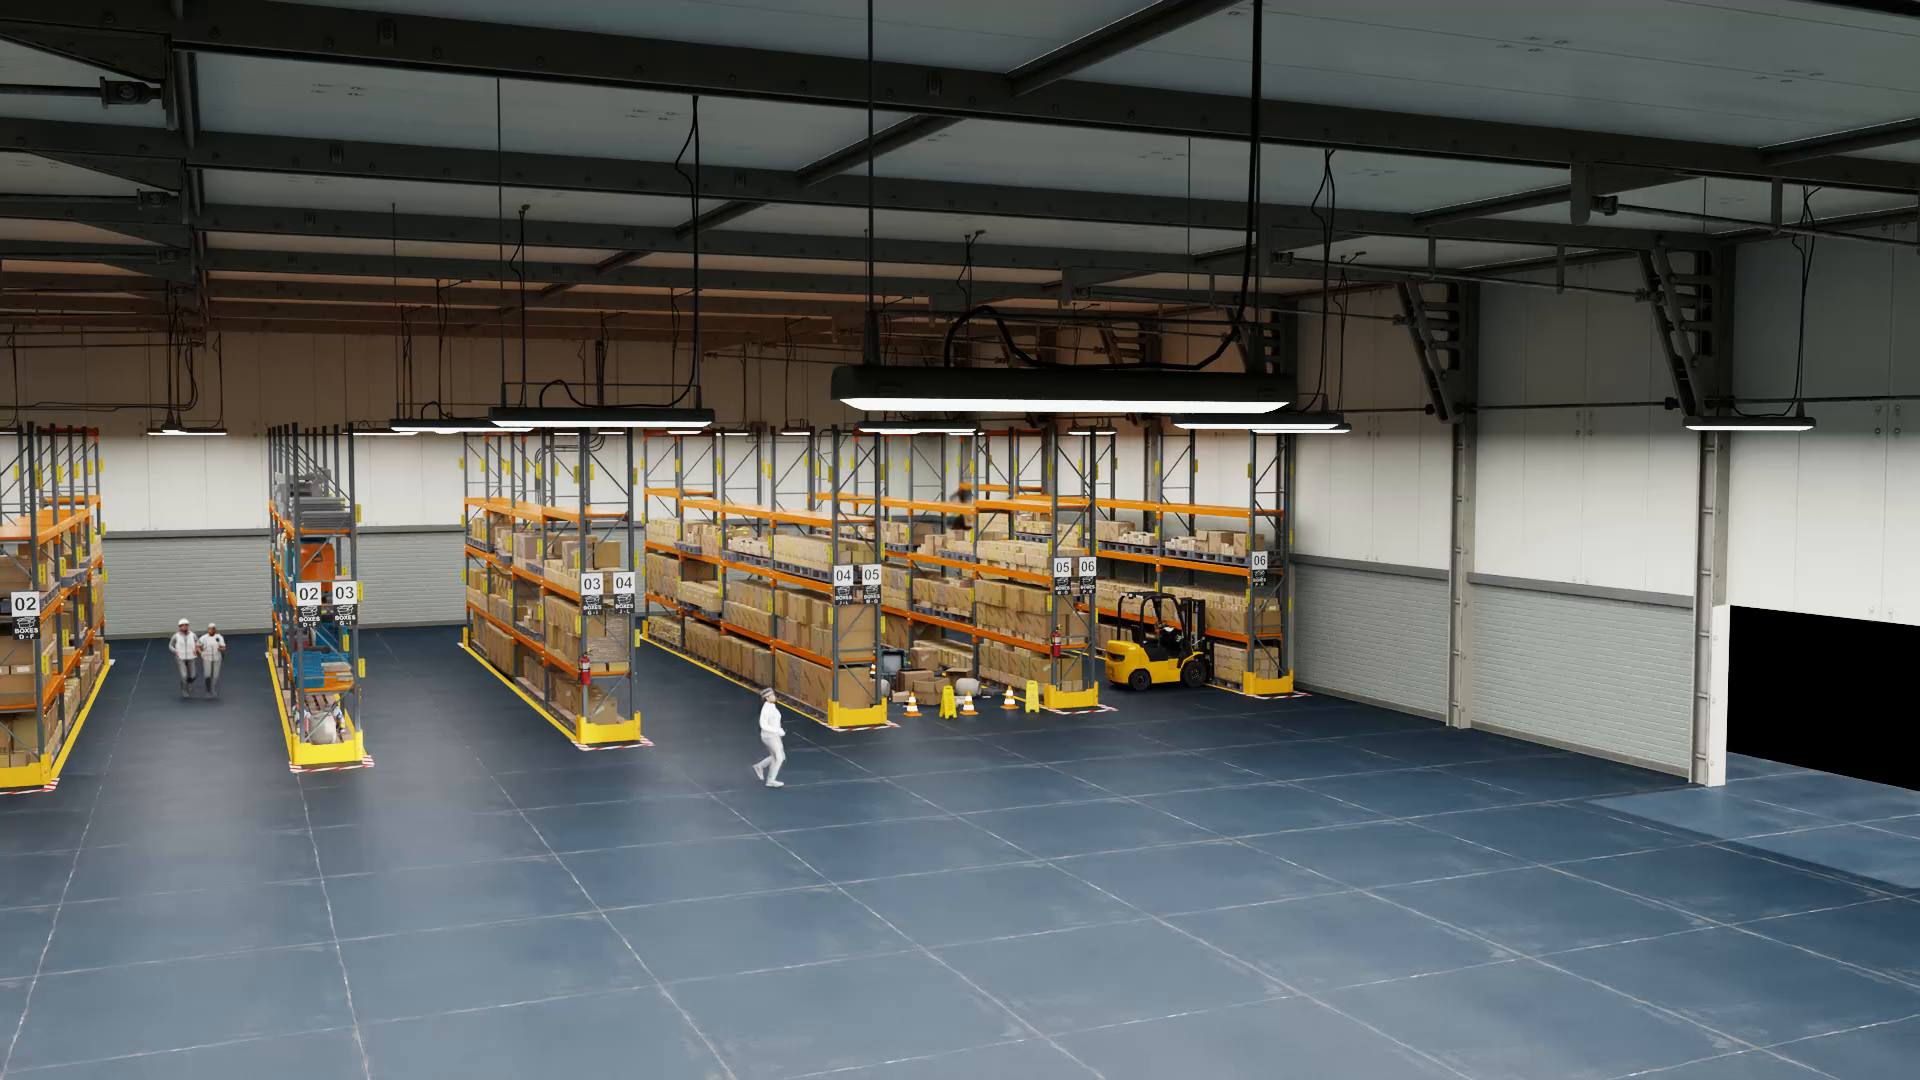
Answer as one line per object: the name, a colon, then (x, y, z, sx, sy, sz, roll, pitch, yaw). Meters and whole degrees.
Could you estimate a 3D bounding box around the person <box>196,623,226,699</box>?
person: (-16.453, 2.671, 36.583, 0.587, 1.666, 0.617, -2, 4, -31)

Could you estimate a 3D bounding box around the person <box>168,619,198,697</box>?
person: (-17.158, 2.612, 36.810, 0.657, 1.722, 0.609, -2, 4, -35)

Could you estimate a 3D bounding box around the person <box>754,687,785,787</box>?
person: (-3.129, 3.225, 27.332, 0.576, 1.648, 0.612, 0, 3, 4)
